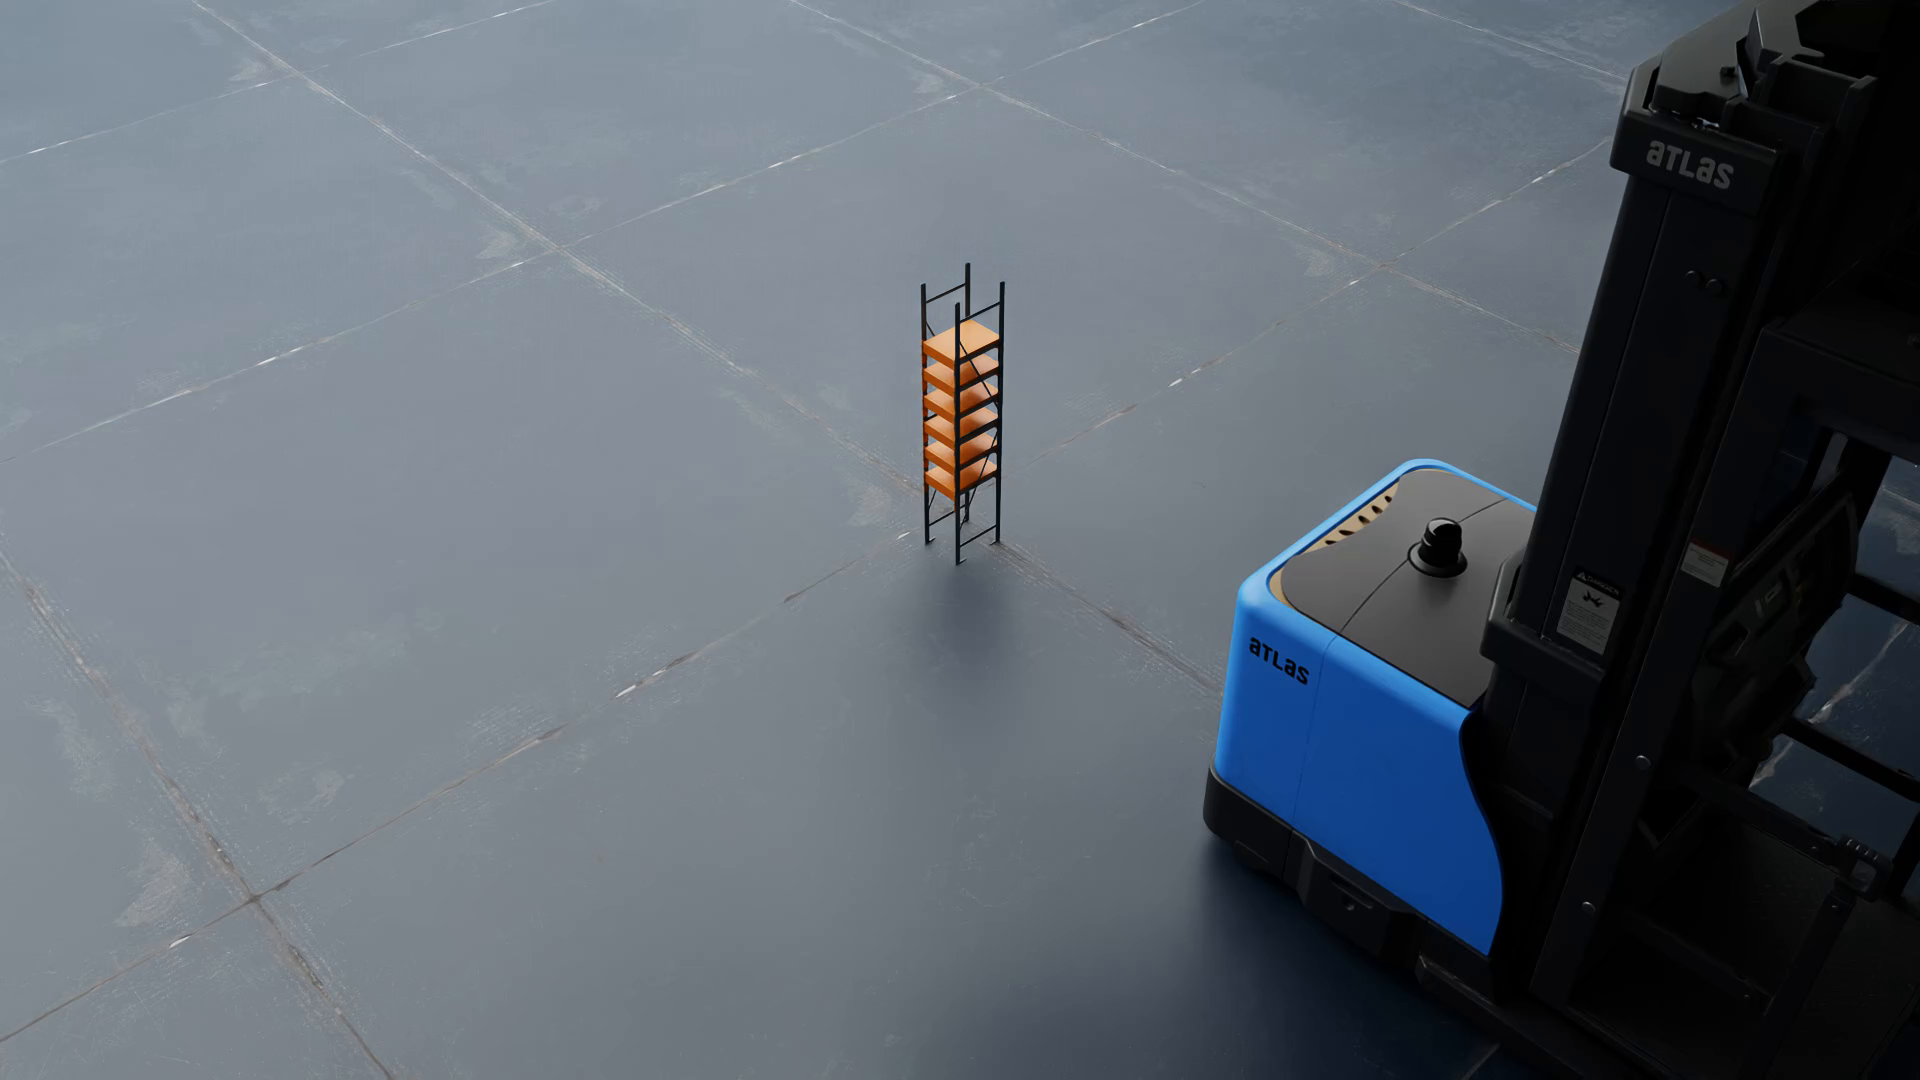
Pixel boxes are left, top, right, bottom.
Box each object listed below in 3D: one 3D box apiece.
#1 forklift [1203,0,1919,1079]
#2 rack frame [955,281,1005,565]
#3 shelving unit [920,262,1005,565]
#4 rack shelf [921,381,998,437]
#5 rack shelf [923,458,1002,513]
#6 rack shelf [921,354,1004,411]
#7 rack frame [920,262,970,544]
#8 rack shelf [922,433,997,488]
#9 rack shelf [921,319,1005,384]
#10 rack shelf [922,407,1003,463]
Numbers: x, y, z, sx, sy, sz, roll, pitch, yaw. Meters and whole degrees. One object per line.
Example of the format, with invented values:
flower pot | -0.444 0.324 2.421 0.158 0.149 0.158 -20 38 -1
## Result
forklift | 2.196 0.276 4.075 1.130 2.935 3.031 -32 49 -33
rack frame | 0.072 -0.418 6.312 0.240 1.200 0.006 -30 48 -32
shelving unit | 0.010 -0.460 6.365 0.258 1.200 0.189 -30 48 -32
rack shelf | 0.010 -0.519 6.317 0.258 0.103 0.180 -30 48 -32
rack shelf | 0.010 -0.239 6.543 0.258 0.103 0.180 -30 48 -32
rack shelf | 0.010 -0.612 6.242 0.258 0.103 0.180 -30 48 -32
rack frame | -0.052 -0.502 6.417 0.240 1.200 0.006 -30 48 -32
rack shelf | 0.010 -0.332 6.468 0.258 0.103 0.180 -30 48 -32
rack shelf | 0.010 -0.706 6.166 0.258 0.103 0.180 -30 48 -32
rack shelf | 0.010 -0.426 6.393 0.258 0.103 0.180 -30 48 -32
